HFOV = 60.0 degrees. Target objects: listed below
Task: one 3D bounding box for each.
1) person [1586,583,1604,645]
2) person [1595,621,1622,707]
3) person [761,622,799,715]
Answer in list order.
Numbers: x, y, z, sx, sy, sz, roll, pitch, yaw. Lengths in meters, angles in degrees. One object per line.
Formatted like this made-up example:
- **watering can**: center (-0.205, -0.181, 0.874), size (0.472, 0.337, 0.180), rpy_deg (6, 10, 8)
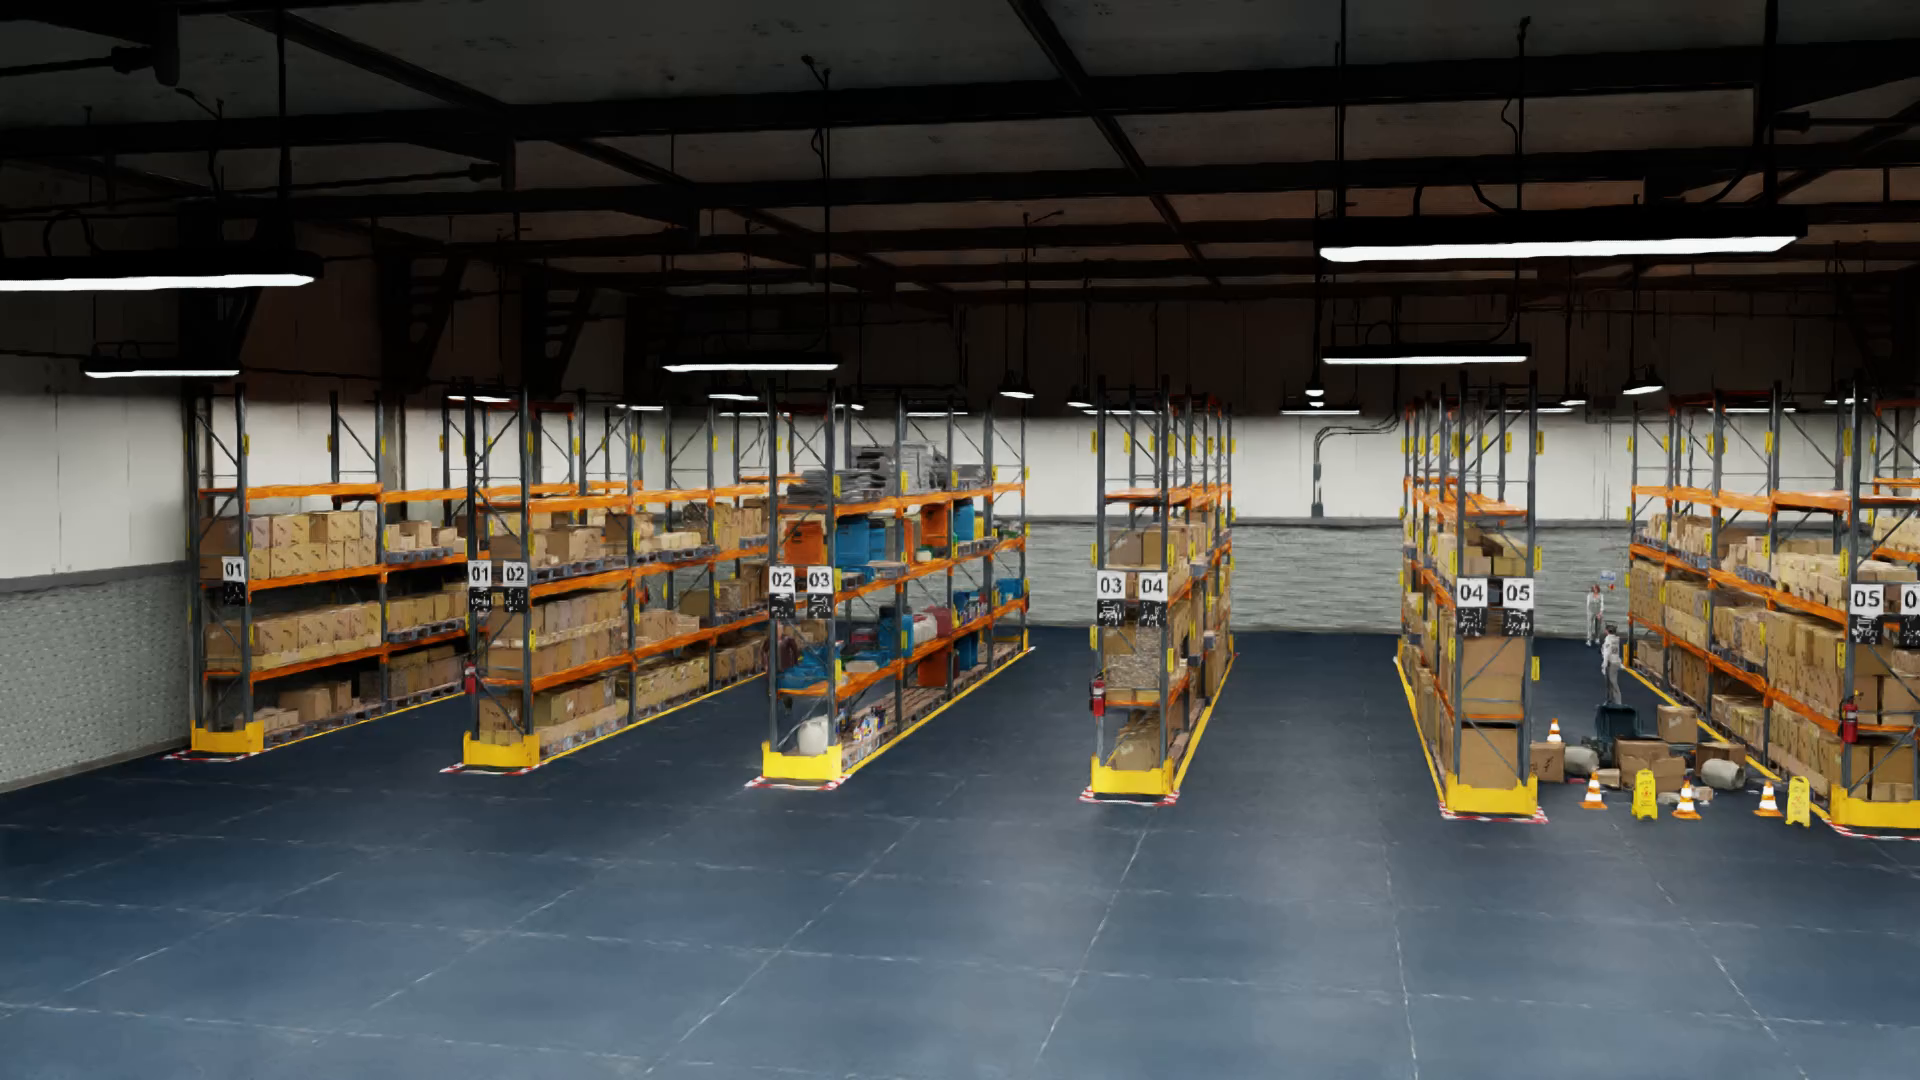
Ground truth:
- **person**: center (15.868, 1.854, 41.547), size (0.408, 1.518, 0.962), rpy_deg (1, 4, 22)
- **person**: center (12.212, 2.368, 31.260), size (0.550, 1.663, 0.586), rpy_deg (2, 4, 37)
- **person**: center (-3.338, 2.377, 30.841), size (0.729, 1.733, 0.546), rpy_deg (1, 3, 10)
